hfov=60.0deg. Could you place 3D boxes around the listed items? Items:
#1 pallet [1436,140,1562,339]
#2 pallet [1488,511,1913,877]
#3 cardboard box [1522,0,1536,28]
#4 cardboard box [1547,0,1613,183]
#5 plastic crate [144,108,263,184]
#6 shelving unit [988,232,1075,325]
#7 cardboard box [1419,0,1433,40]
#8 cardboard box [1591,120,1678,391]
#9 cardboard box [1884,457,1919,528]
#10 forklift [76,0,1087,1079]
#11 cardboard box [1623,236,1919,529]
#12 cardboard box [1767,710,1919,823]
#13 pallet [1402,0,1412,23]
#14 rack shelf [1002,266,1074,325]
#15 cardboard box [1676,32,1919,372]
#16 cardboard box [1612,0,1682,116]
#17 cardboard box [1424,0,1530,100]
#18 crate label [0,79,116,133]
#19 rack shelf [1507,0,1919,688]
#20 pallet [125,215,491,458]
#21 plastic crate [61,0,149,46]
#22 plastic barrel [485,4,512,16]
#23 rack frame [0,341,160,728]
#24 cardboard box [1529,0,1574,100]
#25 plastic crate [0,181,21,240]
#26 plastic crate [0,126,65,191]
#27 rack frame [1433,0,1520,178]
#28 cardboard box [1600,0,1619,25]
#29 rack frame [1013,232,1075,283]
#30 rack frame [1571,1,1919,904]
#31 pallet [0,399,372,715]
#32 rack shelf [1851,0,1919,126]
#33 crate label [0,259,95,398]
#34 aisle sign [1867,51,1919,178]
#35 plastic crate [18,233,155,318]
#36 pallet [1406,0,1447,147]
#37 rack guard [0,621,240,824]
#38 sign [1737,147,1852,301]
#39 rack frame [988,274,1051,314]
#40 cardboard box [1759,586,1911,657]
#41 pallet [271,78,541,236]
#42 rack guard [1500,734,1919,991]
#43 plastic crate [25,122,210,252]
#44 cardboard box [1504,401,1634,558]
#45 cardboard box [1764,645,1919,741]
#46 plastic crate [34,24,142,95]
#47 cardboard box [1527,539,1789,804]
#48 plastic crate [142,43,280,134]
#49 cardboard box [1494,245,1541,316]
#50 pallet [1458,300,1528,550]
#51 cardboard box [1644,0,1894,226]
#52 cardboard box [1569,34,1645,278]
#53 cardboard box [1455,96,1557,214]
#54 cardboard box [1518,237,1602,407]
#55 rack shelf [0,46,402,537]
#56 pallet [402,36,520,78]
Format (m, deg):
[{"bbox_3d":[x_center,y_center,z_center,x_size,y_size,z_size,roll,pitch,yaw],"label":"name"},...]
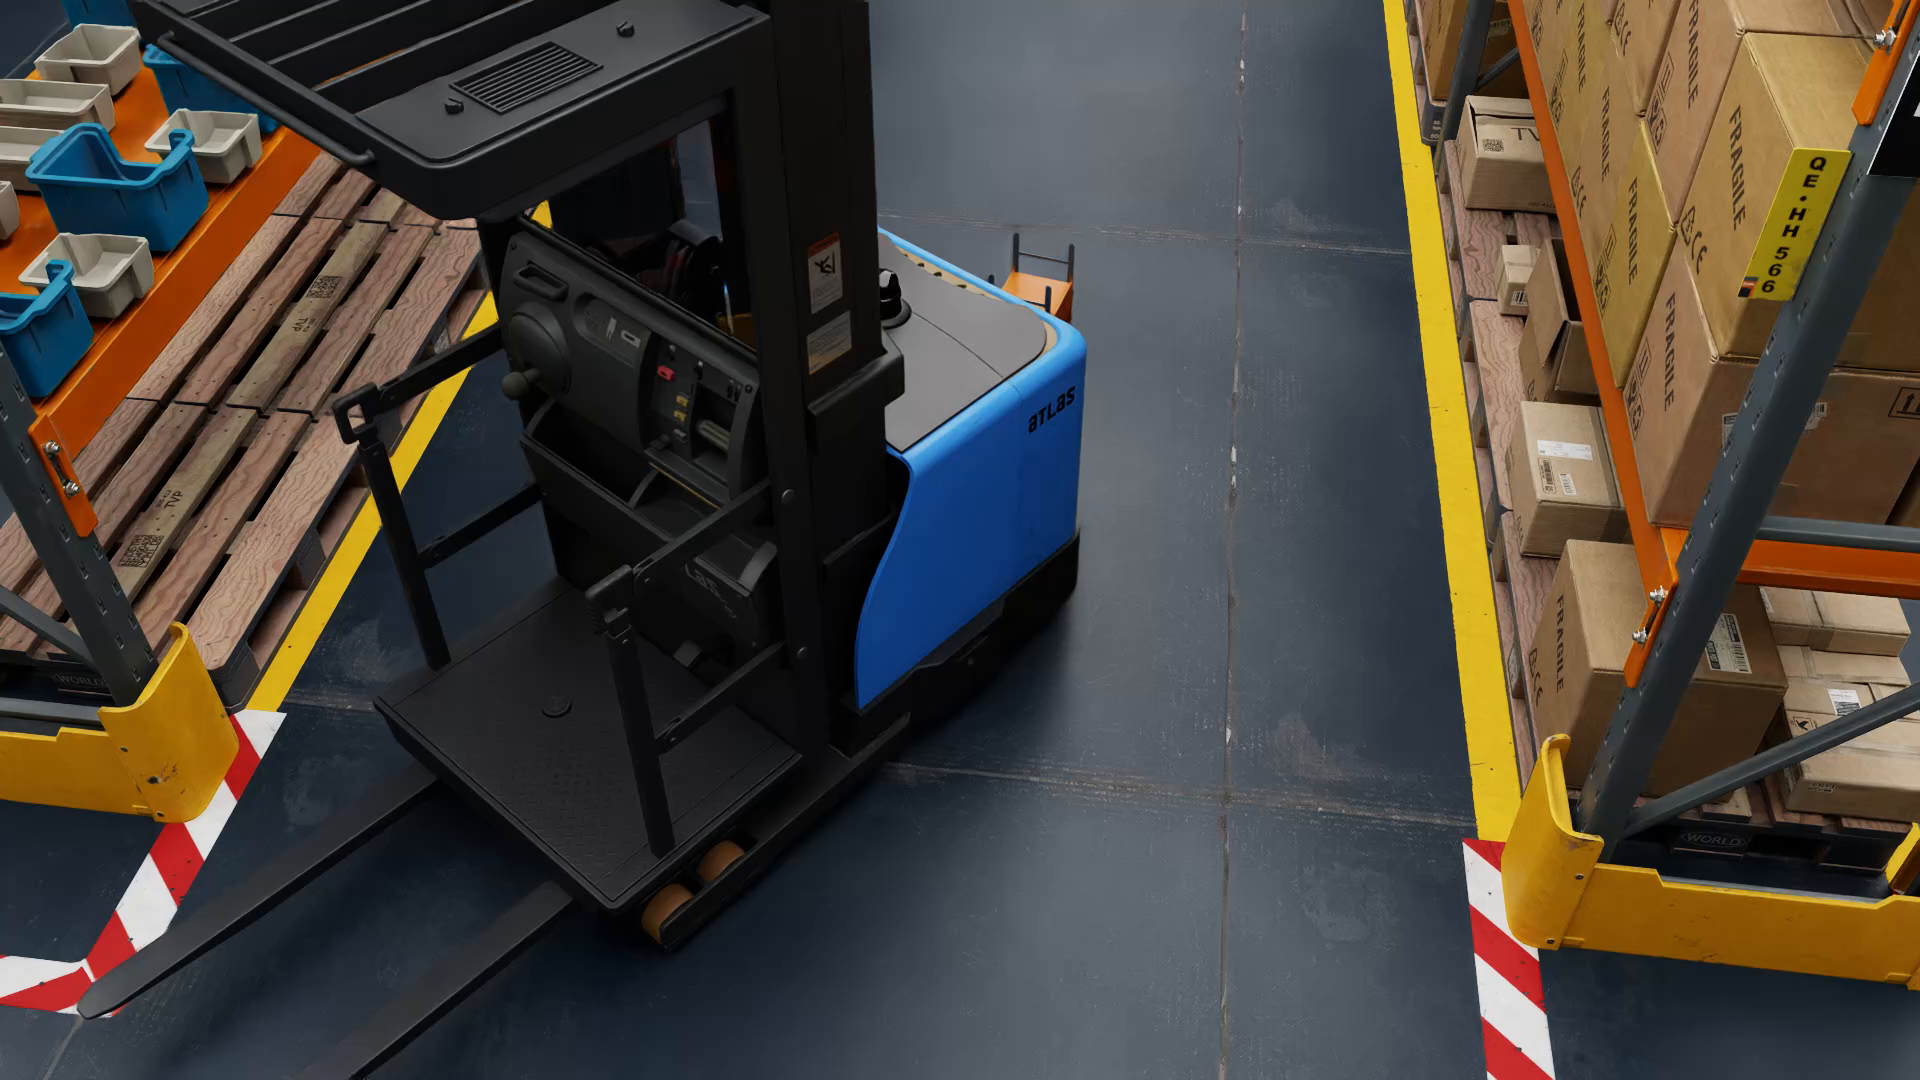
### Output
[{"bbox_3d":[2.544,-1.233,6.899,1.003,0.211,1.213,5,44,6],"label":"pallet"},{"bbox_3d":[2.222,0.430,5.143,1.003,0.211,1.213,5,44,6],"label":"pallet"},{"bbox_3d":[2.234,-2.078,5.690,0.500,0.500,0.500,6,44,6],"label":"cardboard box"},{"bbox_3d":[2.100,-1.391,4.964,0.500,0.500,0.500,5,44,5],"label":"cardboard box"},{"bbox_3d":[-2.229,-1.178,4.961,0.250,0.136,0.298,5,44,6],"label":"plastic crate"},{"bbox_3d":[0.223,-0.486,5.499,0.215,1.050,0.252,14,45,14],"label":"shelving unit"},{"bbox_3d":[2.491,-2.664,7.880,0.500,0.500,0.500,5,44,6],"label":"cardboard box"},{"bbox_3d":[1.962,-0.708,4.243,0.500,0.500,0.500,6,44,6],"label":"cardboard box"},{"bbox_3d":[2.427,-0.302,3.815,0.500,0.500,0.500,6,44,6],"label":"cardboard box"},{"bbox_3d":[-0.971,-0.352,3.990,1.130,2.935,3.031,32,52,29],"label":"forklift"},{"bbox_3d":[1.897,-0.354,3.869,0.500,0.500,0.500,6,44,7],"label":"cardboard box"},{"bbox_3d":[2.503,0.634,4.653,0.380,0.149,0.250,5,44,6],"label":"cardboard box"},{"bbox_3d":[2.865,-3.093,8.863,1.003,0.211,1.213,5,44,6],"label":"pallet"},{"bbox_3d":[0.223,-0.684,5.311,0.215,0.259,0.240,14,45,14],"label":"rack shelf"},{"bbox_3d":[1.893,-0.715,3.524,0.500,0.500,0.500,5,44,5],"label":"cardboard box"},{"bbox_3d":[2.023,-1.413,4.261,0.500,0.500,0.500,6,44,7],"label":"cardboard box"},{"bbox_3d":[2.417,-2.328,7.525,0.500,0.500,0.500,5,44,5],"label":"cardboard box"},{"bbox_3d":[-2.809,-1.327,5.118,0.396,0.136,0.243,5,44,6],"label":"crate label"},{"bbox_3d":[2.372,-1.089,5.242,1.077,0.370,4.000,5,44,6],"label":"rack shelf"},{"bbox_3d":[-2.491,-0.815,6.458,1.003,0.211,1.213,5,44,6],"label":"pallet"},{"bbox_3d":[-2.785,-1.824,5.573,0.416,0.233,0.300,5,44,6],"label":"plastic crate"},{"bbox_3d":[-2.185,-2.926,7.879,0.600,0.901,0.708,5,44,6],"label":"plastic barrel"},{"bbox_3d":[-2.802,-0.440,4.033,1.000,3.000,0.127,5,44,6],"label":"rack frame"},{"bbox_3d":[2.166,-1.737,5.330,0.500,0.500,0.500,5,44,5],"label":"cardboard box"},{"bbox_3d":[-2.874,-0.939,4.708,0.396,0.136,0.243,5,44,6],"label":"plastic crate"},{"bbox_3d":[-2.821,-1.135,4.915,0.396,0.136,0.243,5,44,6],"label":"plastic crate"},{"bbox_3d":[2.636,-2.714,6.434,1.000,3.000,0.127,5,44,6],"label":"rack frame"},{"bbox_3d":[2.091,-1.763,4.631,0.500,0.500,0.500,6,44,7],"label":"cardboard box"},{"bbox_3d":[0.264,-0.564,5.583,0.200,1.050,0.008,14,45,14],"label":"rack frame"},{"bbox_3d":[2.107,0.012,3.555,1.000,3.000,0.127,5,44,6],"label":"rack frame"},{"bbox_3d":[-2.655,0.014,5.582,1.003,0.211,1.213,5,44,6],"label":"pallet"},{"bbox_3d":[2.372,-2.179,4.211,1.077,0.370,4.000,5,44,6],"label":"rack shelf"},{"bbox_3d":[-2.443,-0.540,4.216,0.416,0.233,0.303,5,44,6],"label":"crate label"},{"bbox_3d":[1.794,-0.913,2.642,0.394,0.787,0.004,5,44,6],"label":"aisle sign"},{"bbox_3d":[-2.319,-0.716,4.472,0.250,0.136,0.298,5,44,6],"label":"plastic crate"},{"bbox_3d":[2.706,-2.259,7.982,1.003,0.211,1.213,5,44,6],"label":"pallet"},{"bbox_3d":[-2.793,0.485,4.874,1.175,0.500,0.348,5,44,6],"label":"rack guard"},{"bbox_3d":[1.560,-0.587,3.116,0.100,0.325,0.005,5,44,6],"label":"sign"},{"bbox_3d":[0.182,-0.407,5.416,0.200,1.050,0.008,14,45,14],"label":"rack frame"},{"bbox_3d":[2.526,0.166,5.073,0.500,0.250,0.500,5,44,6],"label":"cardboard box"},{"bbox_3d":[-2.332,-1.649,7.338,1.003,0.211,1.213,5,44,6],"label":"pallet"},{"bbox_3d":[2.117,0.868,4.469,1.175,0.500,0.348,5,44,6],"label":"rack guard"},{"bbox_3d":[-2.356,-0.988,4.690,0.416,0.233,0.300,5,44,6],"label":"plastic crate"},{"bbox_3d":[2.090,-0.187,5.445,0.500,0.250,0.500,5,44,6],"label":"cardboard box"},{"bbox_3d":[2.536,0.457,4.826,0.380,0.166,0.250,5,44,6],"label":"cardboard box"},{"bbox_3d":[-2.788,-1.530,5.333,0.298,0.136,0.250,5,44,6],"label":"plastic crate"},{"bbox_3d":[1.935,0.367,4.678,0.500,0.500,0.500,5,44,6],"label":"cardboard box"},{"bbox_3d":[-2.269,-1.437,5.164,0.416,0.233,0.300,5,44,6],"label":"plastic crate"},{"bbox_3d":[2.262,-0.988,6.352,0.380,0.166,0.250,5,44,6],"label":"cardboard box"},{"bbox_3d":[2.385,-0.399,6.018,1.003,0.211,1.213,5,44,6],"label":"pallet"},{"bbox_3d":[1.959,-1.060,3.887,0.500,0.500,0.500,6,44,7],"label":"cardboard box"},{"bbox_3d":[2.033,-1.047,4.602,0.500,0.500,0.500,6,44,6],"label":"cardboard box"},{"bbox_3d":[2.366,-1.631,6.926,0.500,0.311,0.500,5,44,6],"label":"cardboard box"},{"bbox_3d":[2.393,-0.686,5.789,0.797,0.503,0.637,5,44,6],"label":"cardboard box"},{"bbox_3d":[-2.538,-1.542,5.720,1.077,0.370,4.000,5,44,6],"label":"rack shelf"},{"bbox_3d":[-2.130,-2.676,8.423,1.003,0.211,1.213,5,44,6],"label":"pallet"}]
